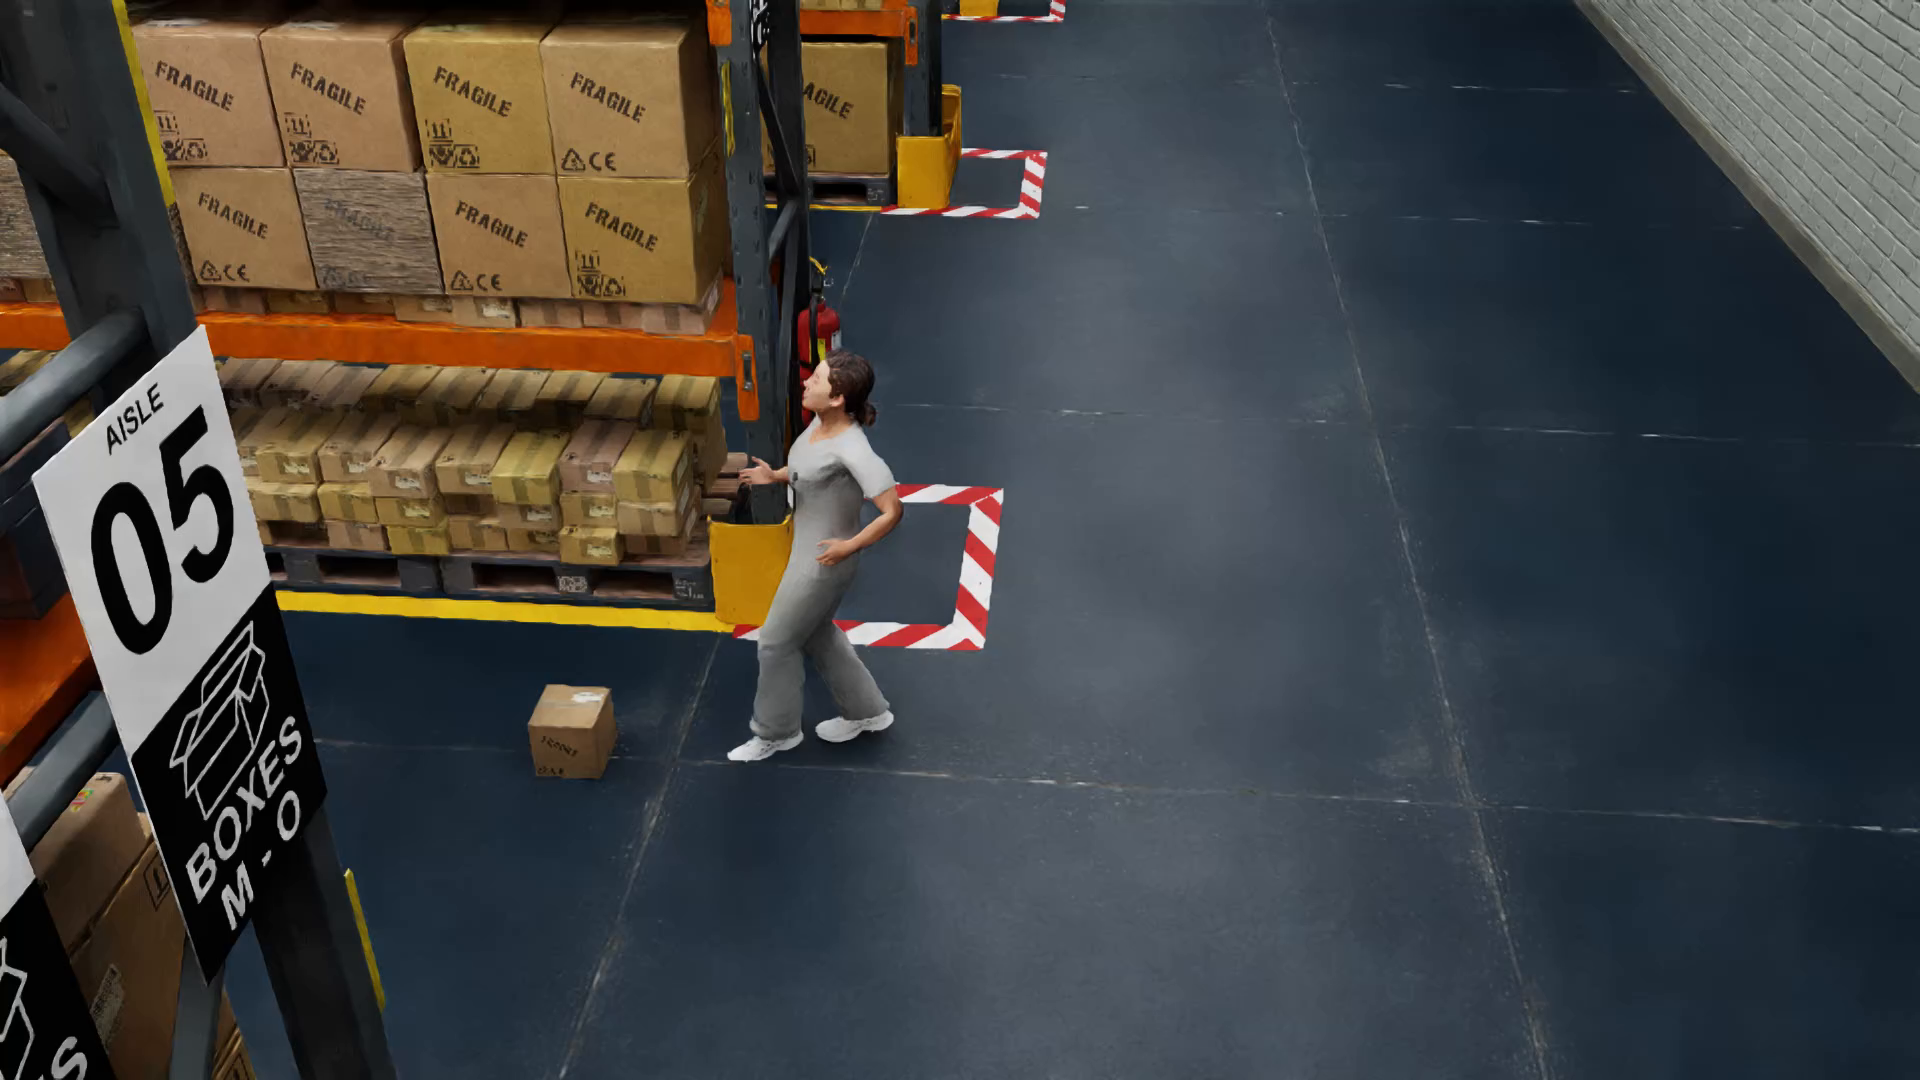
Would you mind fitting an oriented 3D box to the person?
[{"bbox_3d":[-0.549,0.087,6.063,0.701,1.669,0.543,-1,32,-1],"label":"person"}]
